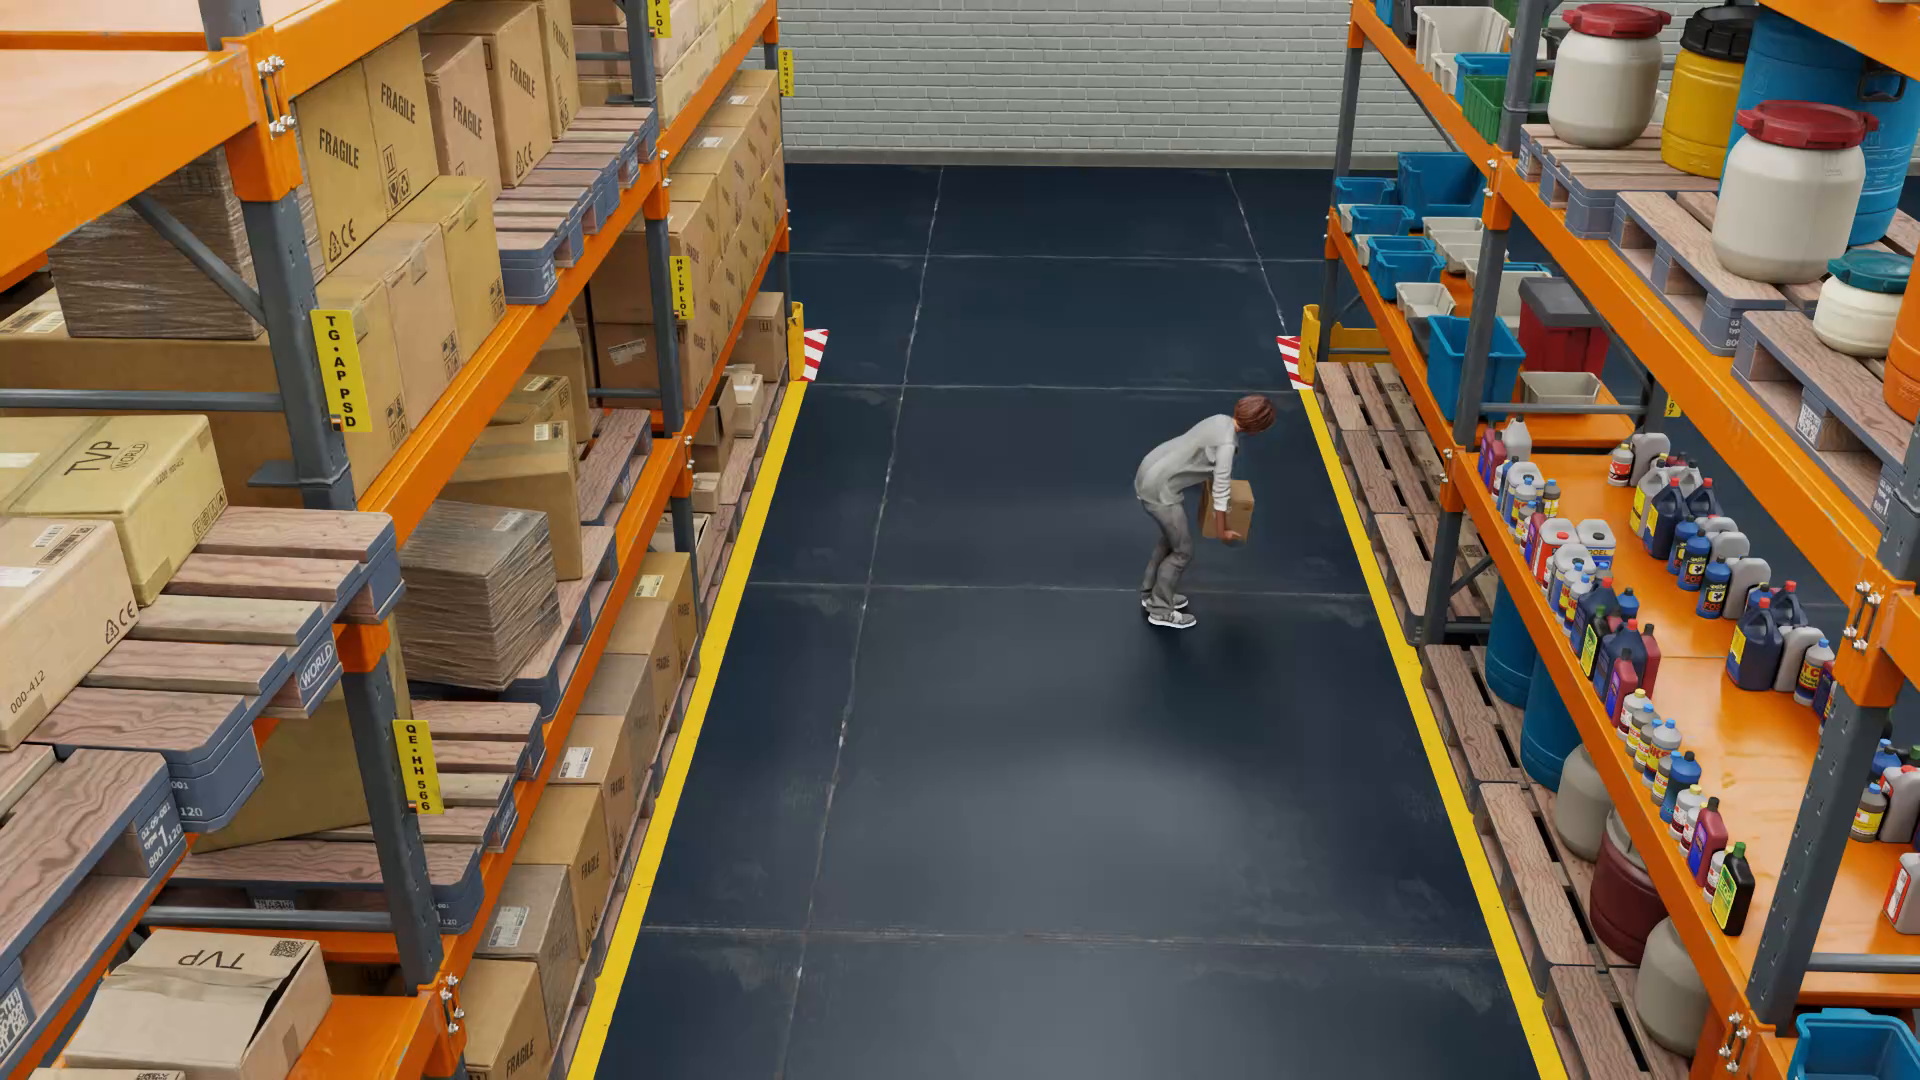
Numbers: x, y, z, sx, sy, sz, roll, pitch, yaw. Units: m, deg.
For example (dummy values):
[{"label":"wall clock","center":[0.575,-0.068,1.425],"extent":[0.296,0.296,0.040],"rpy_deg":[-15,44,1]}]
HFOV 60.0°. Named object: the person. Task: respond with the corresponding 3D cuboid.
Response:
[{"label":"person","center":[1.326,-0.167,9.188],"extent":[0.737,1.370,0.374],"rpy_deg":[0,28,1]}]
